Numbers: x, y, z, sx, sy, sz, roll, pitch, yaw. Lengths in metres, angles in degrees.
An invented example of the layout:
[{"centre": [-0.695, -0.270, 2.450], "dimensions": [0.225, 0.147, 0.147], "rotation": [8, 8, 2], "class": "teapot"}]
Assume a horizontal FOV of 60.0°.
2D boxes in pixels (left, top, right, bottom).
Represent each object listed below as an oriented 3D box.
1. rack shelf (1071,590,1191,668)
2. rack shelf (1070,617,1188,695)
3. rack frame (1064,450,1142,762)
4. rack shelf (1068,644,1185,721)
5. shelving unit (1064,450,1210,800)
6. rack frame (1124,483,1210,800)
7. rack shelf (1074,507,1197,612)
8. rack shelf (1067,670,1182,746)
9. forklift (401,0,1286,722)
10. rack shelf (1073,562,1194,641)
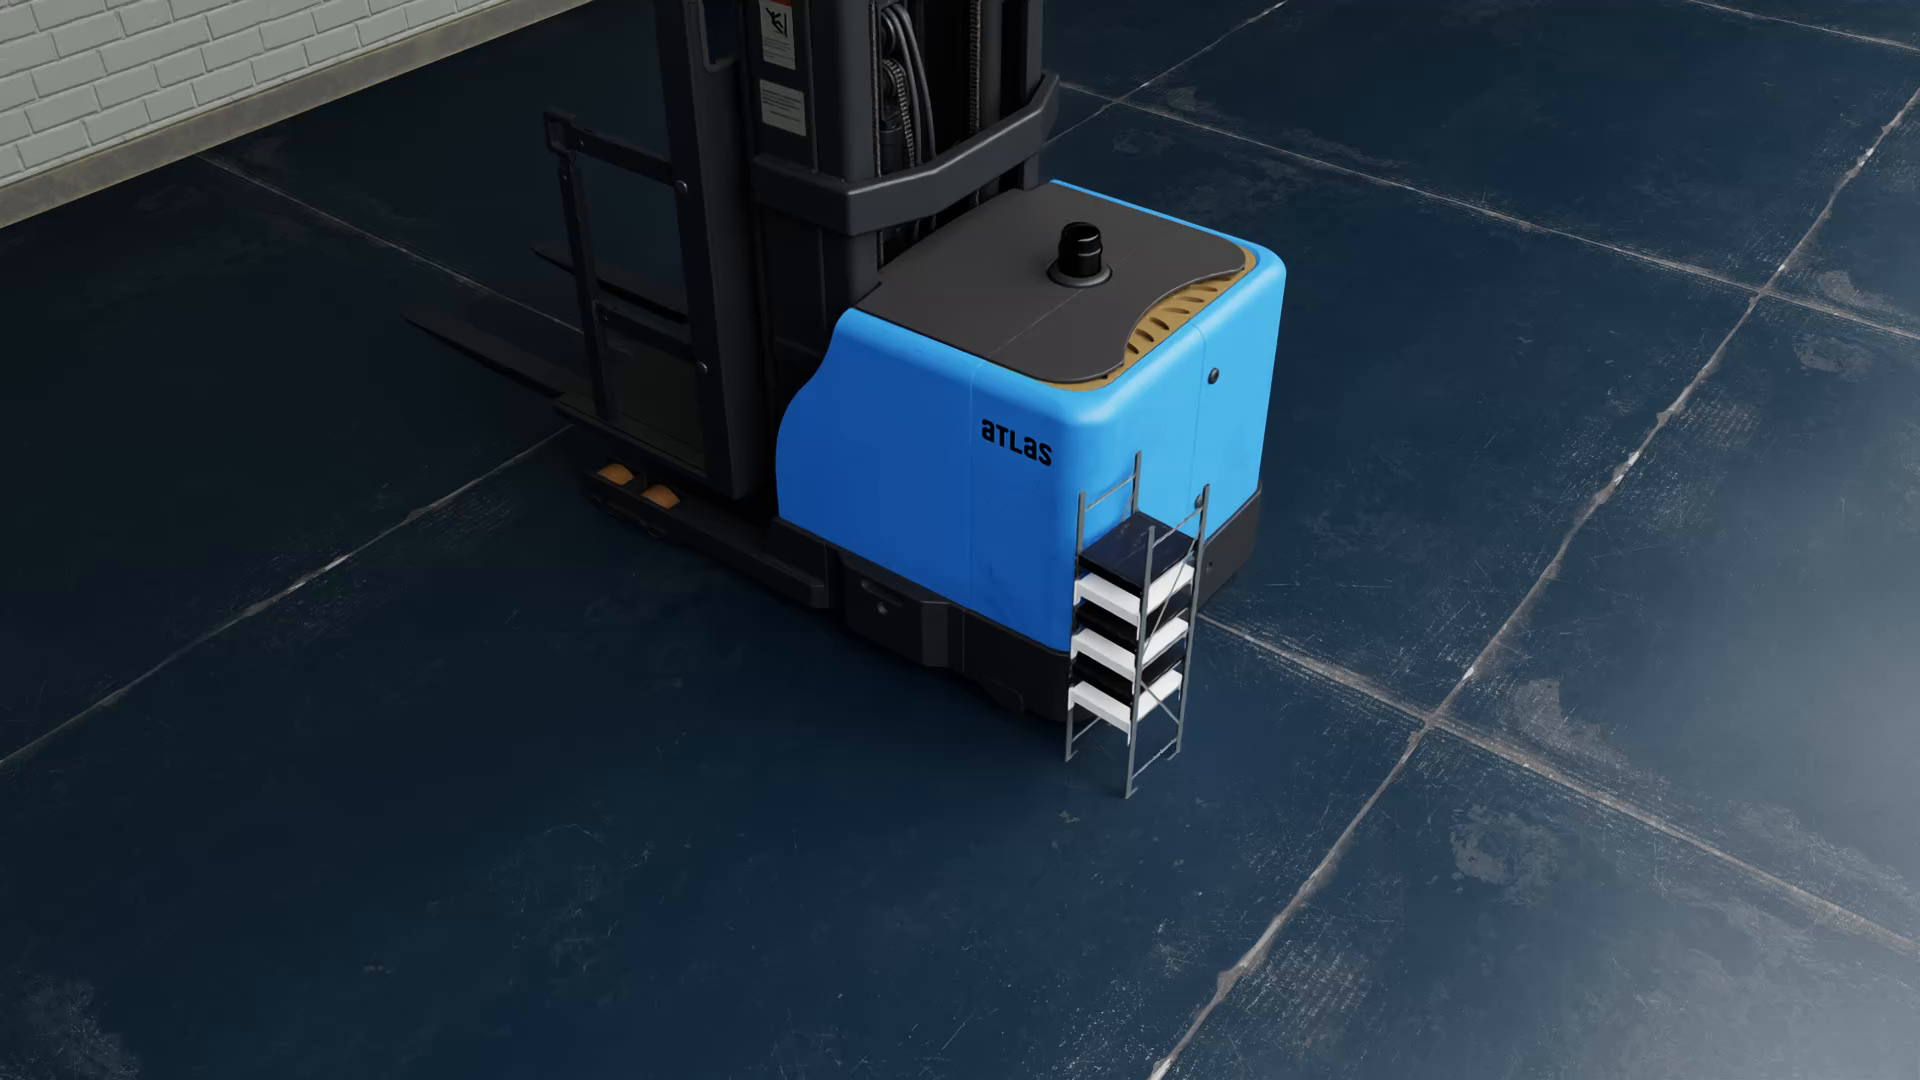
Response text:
[{"centre": [0.439, 0.187, 4.189], "dimensions": [0.200, 0.077, 0.258], "rotation": [29, 47, 32], "class": "rack shelf"}, {"centre": [0.439, 0.258, 4.244], "dimensions": [0.200, 0.077, 0.258], "rotation": [29, 47, 32], "class": "rack shelf"}, {"centre": [0.364, 0.190, 4.277], "dimensions": [0.006, 0.900, 0.240], "rotation": [29, 47, 32], "class": "rack frame"}, {"centre": [0.439, 0.329, 4.300], "dimensions": [0.200, 0.077, 0.258], "rotation": [29, 47, 32], "class": "rack shelf"}, {"centre": [0.439, 0.232, 4.224], "dimensions": [0.210, 0.900, 0.258], "rotation": [29, 47, 32], "class": "shelving unit"}, {"centre": [0.514, 0.274, 4.170], "dimensions": [0.006, 0.900, 0.240], "rotation": [29, 47, 32], "class": "rack frame"}, {"centre": [0.439, 0.046, 4.078], "dimensions": [0.200, 0.077, 0.258], "rotation": [29, 47, 32], "class": "rack shelf"}, {"centre": [0.439, 0.400, 4.355], "dimensions": [0.200, 0.077, 0.258], "rotation": [29, 47, 32], "class": "rack shelf"}, {"centre": [-0.582, -1.395, 4.655], "dimensions": [3.031, 2.935, 1.130], "rotation": [25, 44, 28], "class": "forklift"}, {"centre": [0.439, 0.116, 4.133], "dimensions": [0.200, 0.077, 0.258], "rotation": [29, 47, 32], "class": "rack shelf"}]
